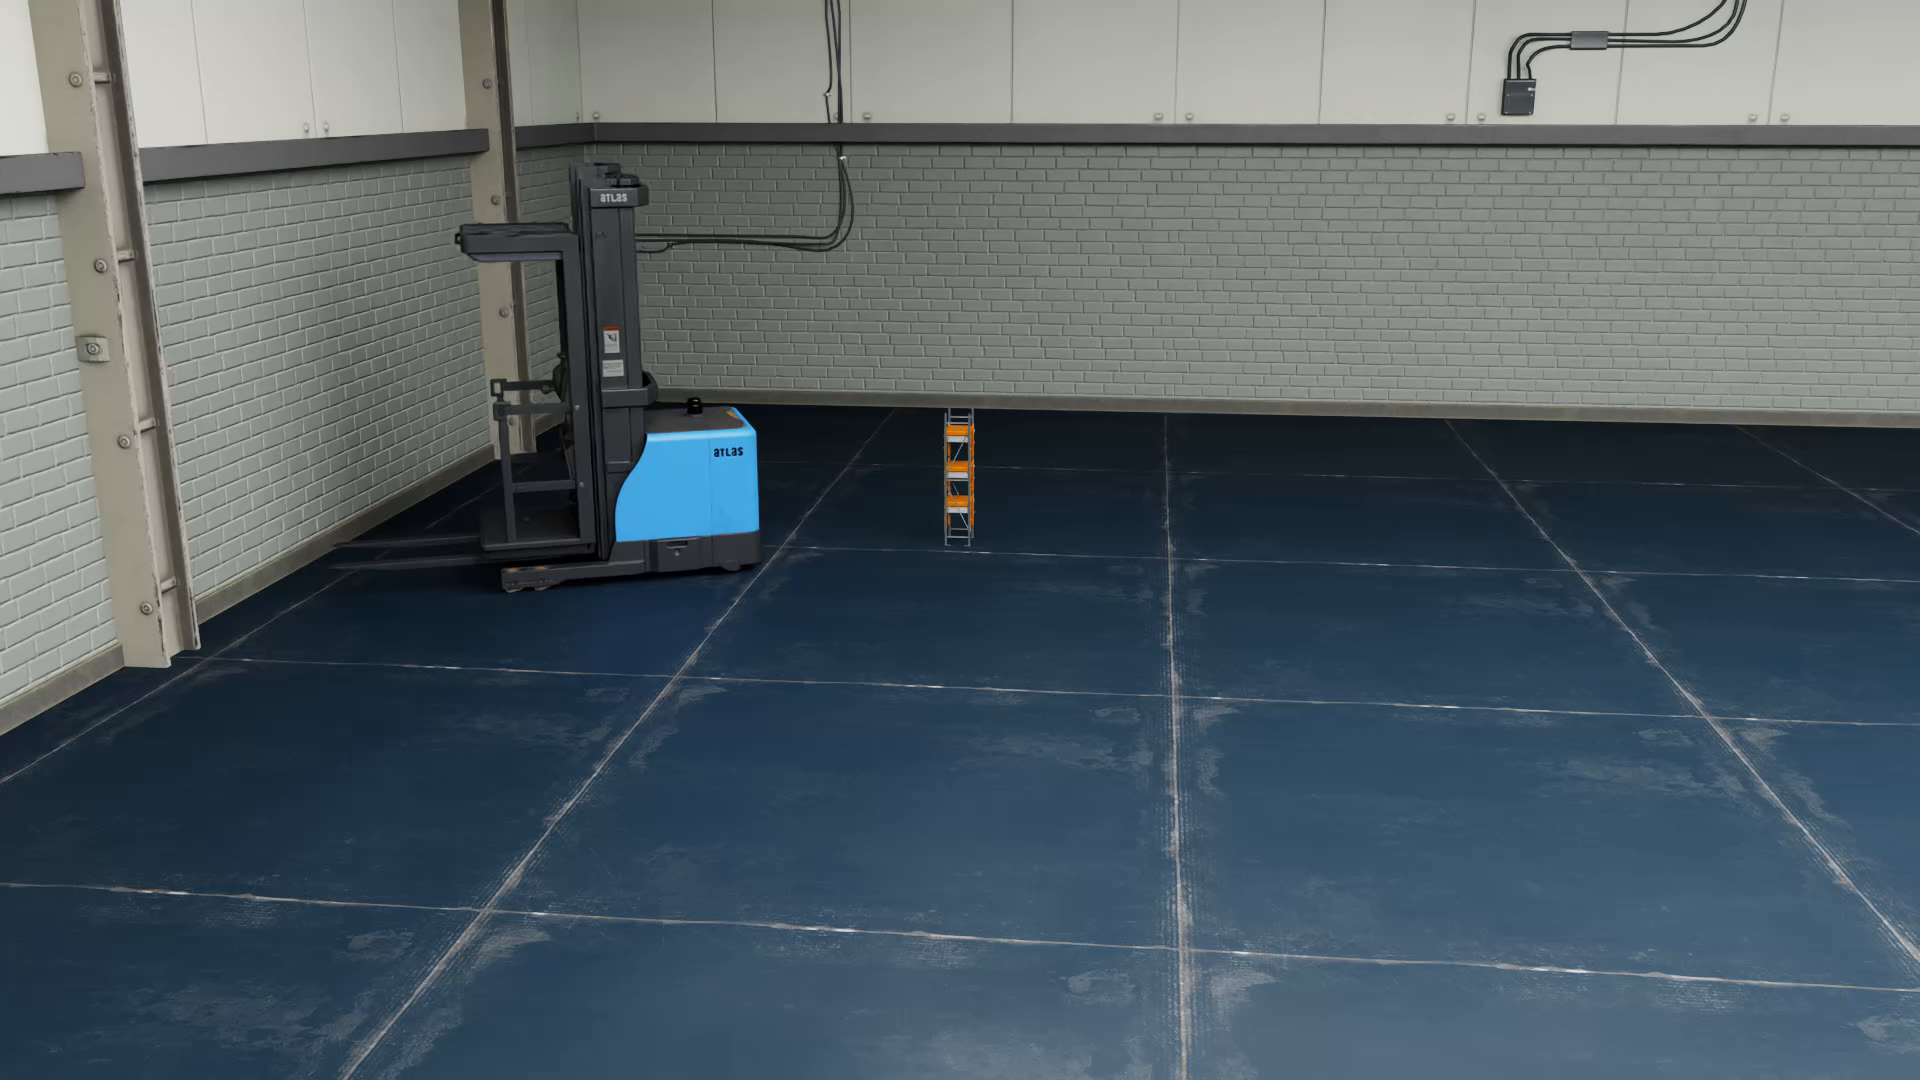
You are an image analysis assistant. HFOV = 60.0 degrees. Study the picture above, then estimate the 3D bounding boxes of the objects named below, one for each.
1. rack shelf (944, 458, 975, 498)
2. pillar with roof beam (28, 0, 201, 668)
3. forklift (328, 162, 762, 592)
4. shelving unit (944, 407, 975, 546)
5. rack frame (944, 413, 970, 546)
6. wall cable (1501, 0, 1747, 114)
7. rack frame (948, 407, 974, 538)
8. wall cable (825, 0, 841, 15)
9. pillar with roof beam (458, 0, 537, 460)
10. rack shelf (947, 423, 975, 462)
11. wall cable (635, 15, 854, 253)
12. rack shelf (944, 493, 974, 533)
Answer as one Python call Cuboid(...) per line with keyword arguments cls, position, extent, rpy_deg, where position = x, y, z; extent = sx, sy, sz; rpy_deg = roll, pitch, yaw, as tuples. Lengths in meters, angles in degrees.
Cuboid(cls="rack shelf", position=(-0.006, -0.483, 12.976), extent=(0.215, 0.259, 0.240), rpy_deg=(2, 15, 6))
Cuboid(cls="pillar with roof beam", position=(-0.745, -3.485, 8.811), extent=(9.100, 9.000, 0.400), rpy_deg=(2, 15, 6))
Cuboid(cls="forklift", position=(-3.042, -1.196, 11.971), extent=(3.031, 2.935, 1.130), rpy_deg=(-4, 16, -16))
Cuboid(cls="shelving unit", position=(-0.006, -0.493, 12.974), extent=(0.215, 1.050, 0.252), rpy_deg=(2, 15, 6))
Cuboid(cls="rack frame", position=(-0.020, -0.461, 12.857), extent=(0.200, 1.050, 0.008), rpy_deg=(2, 15, 6))
Cuboid(cls="wall cable", position=(6.732, -7.251, 16.223), extent=(2.305, 6.003, 0.169), rpy_deg=(2, 15, 6))
Cuboid(cls="rack frame", position=(0.008, -0.525, 13.091), extent=(0.200, 1.050, 0.008), rpy_deg=(2, 15, 6))
Cuboid(cls="wall cable", position=(-0.011, -6.752, 17.168), extent=(3.097, 2.526, 0.112), rpy_deg=(2, 15, 6))
Cuboid(cls="pillar with roof beam", position=(-0.068, -5.041, 14.566), extent=(9.100, 9.000, 0.400), rpy_deg=(2, 15, 6))
Cuboid(cls="rack shelf", position=(-0.006, -0.757, 12.902), extent=(0.215, 0.259, 0.240), rpy_deg=(2, 15, 6))
Cuboid(cls="wall cable", position=(-2.699, -4.394, 18.122), extent=(3.097, 2.526, 0.112), rpy_deg=(2, 15, 6))
Cuboid(cls="rack shelf", position=(-0.006, -0.214, 13.049), extent=(0.215, 0.259, 0.240), rpy_deg=(2, 15, 6))
